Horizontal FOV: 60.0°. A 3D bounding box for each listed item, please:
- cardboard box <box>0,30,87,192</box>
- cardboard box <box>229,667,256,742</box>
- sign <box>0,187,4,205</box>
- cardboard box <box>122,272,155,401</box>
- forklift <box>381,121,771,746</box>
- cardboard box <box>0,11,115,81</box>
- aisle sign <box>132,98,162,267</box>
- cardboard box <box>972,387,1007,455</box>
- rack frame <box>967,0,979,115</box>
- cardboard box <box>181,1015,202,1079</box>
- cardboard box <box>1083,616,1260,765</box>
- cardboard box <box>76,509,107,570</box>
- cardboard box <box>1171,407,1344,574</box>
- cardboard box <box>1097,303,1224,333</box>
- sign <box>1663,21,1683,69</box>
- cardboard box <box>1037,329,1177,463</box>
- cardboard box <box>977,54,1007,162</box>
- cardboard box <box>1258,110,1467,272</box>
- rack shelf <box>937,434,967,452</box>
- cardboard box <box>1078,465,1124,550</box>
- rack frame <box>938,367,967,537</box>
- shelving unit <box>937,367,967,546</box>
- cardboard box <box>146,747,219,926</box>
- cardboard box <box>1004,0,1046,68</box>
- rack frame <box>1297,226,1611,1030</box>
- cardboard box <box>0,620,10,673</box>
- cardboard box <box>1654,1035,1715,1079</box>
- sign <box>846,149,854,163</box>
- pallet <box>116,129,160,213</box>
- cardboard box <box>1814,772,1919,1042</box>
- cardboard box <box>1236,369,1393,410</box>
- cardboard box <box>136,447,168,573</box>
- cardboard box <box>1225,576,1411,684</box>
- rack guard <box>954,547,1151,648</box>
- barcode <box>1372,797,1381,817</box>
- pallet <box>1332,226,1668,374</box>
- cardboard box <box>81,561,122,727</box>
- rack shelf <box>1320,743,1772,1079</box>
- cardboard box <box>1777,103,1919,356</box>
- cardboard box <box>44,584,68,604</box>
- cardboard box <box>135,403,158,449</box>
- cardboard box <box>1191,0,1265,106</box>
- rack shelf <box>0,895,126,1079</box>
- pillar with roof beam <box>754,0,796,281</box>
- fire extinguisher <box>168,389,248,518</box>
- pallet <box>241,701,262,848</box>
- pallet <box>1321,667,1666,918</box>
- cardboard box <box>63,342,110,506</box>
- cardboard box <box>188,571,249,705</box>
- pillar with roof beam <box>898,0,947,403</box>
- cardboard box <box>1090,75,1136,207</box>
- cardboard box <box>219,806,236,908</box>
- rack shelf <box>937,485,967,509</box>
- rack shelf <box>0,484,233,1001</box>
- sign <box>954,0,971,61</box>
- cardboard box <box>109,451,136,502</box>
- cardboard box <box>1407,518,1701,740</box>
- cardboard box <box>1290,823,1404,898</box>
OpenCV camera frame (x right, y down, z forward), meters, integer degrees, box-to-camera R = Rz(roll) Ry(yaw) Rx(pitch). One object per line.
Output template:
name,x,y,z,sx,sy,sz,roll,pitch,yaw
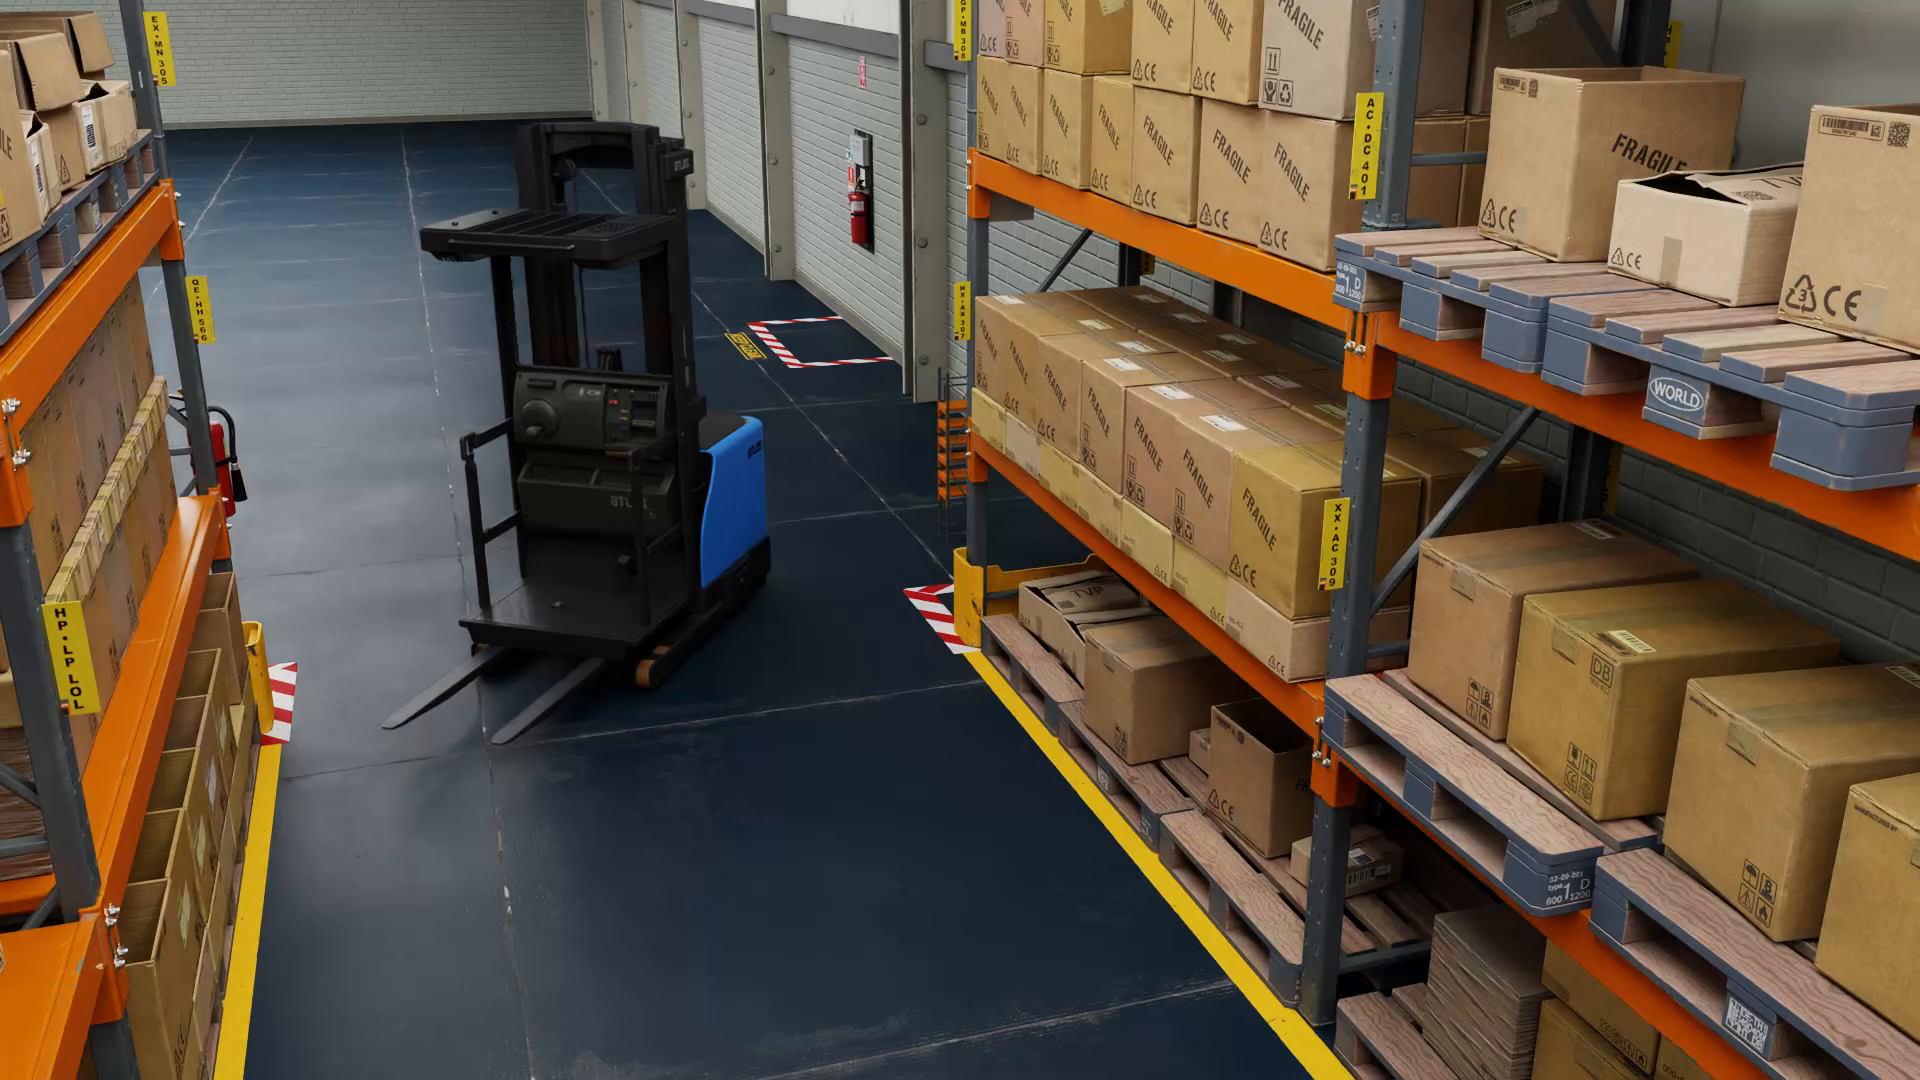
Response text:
cardboard box,-3.311,-1.376,5.391,0.797,0.503,0.637,-4,20,-11
cardboard box,-3.722,0.843,8.077,0.500,0.250,0.500,-6,21,-17
sign,-2.401,-0.974,4.023,0.100,0.325,0.005,-6,21,-17
cardboard box,-4.019,-0.883,7.371,0.700,0.500,0.500,-6,21,-17
forklift,-2.112,-0.707,9.048,1.130,2.935,3.031,6,20,15
cardboard box,-3.994,-1.933,6.941,0.797,0.503,0.637,-5,20,-13
aisle sign,-3.912,-1.669,7.781,0.394,0.787,0.004,-6,21,-17
cardboard box,0.383,-0.670,9.036,0.500,0.250,0.500,-7,21,-19
rack frame,0.531,-3.745,8.530,1.000,3.000,0.127,-6,21,-17
cardboard box,-2.771,1.805,5.399,0.500,0.250,0.500,-6,21,-17
cardboard box,1.025,0.703,8.068,0.700,0.500,0.500,-8,21,-21
cardboard box,-3.223,0.018,5.822,0.380,0.149,0.250,-7,21,-19
cardboard box,1.184,-0.208,6.640,0.500,0.500,0.500,-7,21,-18
cardboard box,1.030,-0.922,8.628,0.500,0.500,0.500,-6,21,-16
sign,2.314,-1.538,5.476,0.100,0.325,0.005,-6,21,-17
cardboard box,0.698,-0.702,8.015,0.500,0.500,0.500,-7,21,-19
cardboard box,0.399,-2.255,8.644,0.500,0.500,0.500,-6,21,-16
cardboard box,1.394,-1.242,5.823,0.500,0.500,0.500,-6,21,-16
rack shelf,-0.005,-0.640,11.201,0.258,0.103,0.180,-6,21,-17
cardboard box,0.871,-0.178,7.667,0.500,0.250,0.500,-6,21,-17
rack frame,-0.033,-0.599,11.308,0.240,1.200,0.006,-6,21,-17
shelving unit,-0.005,-0.569,11.227,0.258,1.200,0.189,-6,21,-17
cardboard box,-3.076,1.131,6.169,0.500,0.500,0.500,-6,21,-17
cardboard box,0.531,-2.544,7.968,0.500,0.500,0.500,-7,21,-18
rack frame,1.788,0.362,5.970,1.000,3.000,0.127,-6,21,-17
cardboard box,-3.059,0.091,4.660,0.700,0.500,0.500,-6,21,-17
cardboard box,2.344,1.521,4.682,0.500,0.250,0.500,-7,21,-19
sign,-1.137,-3.963,17.176,0.001,0.109,0.331,-6,21,-17
pallet,-3.973,-1.534,6.944,1.003,0.211,1.213,-6,21,-17
cardboard box,2.475,0.845,3.828,0.700,0.500,0.500,-6,21,-17
cardboard box,1.528,-0.429,7.257,0.500,0.500,0.500,-6,21,-16
cardboard box,-3.866,-0.121,7.169,0.700,0.500,0.500,-6,21,-16
cardboard box,1.352,0.304,6.325,0.500,0.250,0.500,-6,21,-17
rack guard,0.555,0.280,9.898,1.175,0.500,0.348,-6,21,-17
barcode,1.806,1.159,7.214,0.001,0.075,0.075,-6,21,-17
pallet,1.881,-0.751,4.912,1.213,0.211,1.003,-6,21,-17
cardboard box,-3.385,0.371,5.798,0.700,0.500,0.500,-6,21,-16
rack shelf,2.417,1.343,4.305,1.077,0.370,4.000,-6,21,-17
cardboard box,2.272,-0.714,3.761,0.500,0.500,0.500,-7,21,-19
cardboard box,-2.976,0.268,5.126,0.380,0.149,0.250,-7,21,-19
cardboard box,-3.706,-0.478,7.202,0.380,0.149,0.250,-7,21,-18
cardboard box,1.190,-1.884,6.130,0.500,0.500,0.500,-5,20,-14
rack shelf,-2.285,1.870,2.836,1.077,0.370,4.000,-6,21,-17
pillar with roof beam,-6.286,-7.005,17.608,9.100,9.000,0.400,-6,21,-17
fire extinguisher,-3.767,-0.444,8.331,0.296,0.674,0.183,-6,21,-17
pallet,-3.890,1.160,7.876,1.003,0.211,1.213,-6,21,-17
pallet,1.890,0.713,5.276,1.003,0.211,1.213,-6,21,-17
cardboard box,-3.532,-0.392,6.005,0.700,0.500,0.500,-6,21,-17
cardboard box,-3.720,0.490,7.951,0.500,0.500,0.500,-6,21,-17
pillar with roof beam,-4.401,-5.080,12.247,9.100,9.000,0.400,-6,21,-17
cardboard box,0.889,-1.743,7.218,0.500,0.500,0.500,-5,20,-14
cardboard box,-3.239,1.324,6.740,0.500,0.250,0.500,-6,21,-17
rack shelf,-0.005,-0.302,11.323,0.258,0.103,0.180,-6,21,-17
rack shelf,-3.542,0.587,6.410,1.077,0.370,4.000,-6,21,-17
sign,0.016,-2.686,8.728,0.100,0.325,0.005,-6,21,-17
cardboard box,-3.461,-0.228,6.507,0.380,0.149,0.250,-6,21,-16
cardboard box,1.916,0.275,5.414,0.700,0.500,0.500,-6,21,-17
cardboard box,1.592,1.320,6.844,0.380,0.166,0.250,-9,22,-24
